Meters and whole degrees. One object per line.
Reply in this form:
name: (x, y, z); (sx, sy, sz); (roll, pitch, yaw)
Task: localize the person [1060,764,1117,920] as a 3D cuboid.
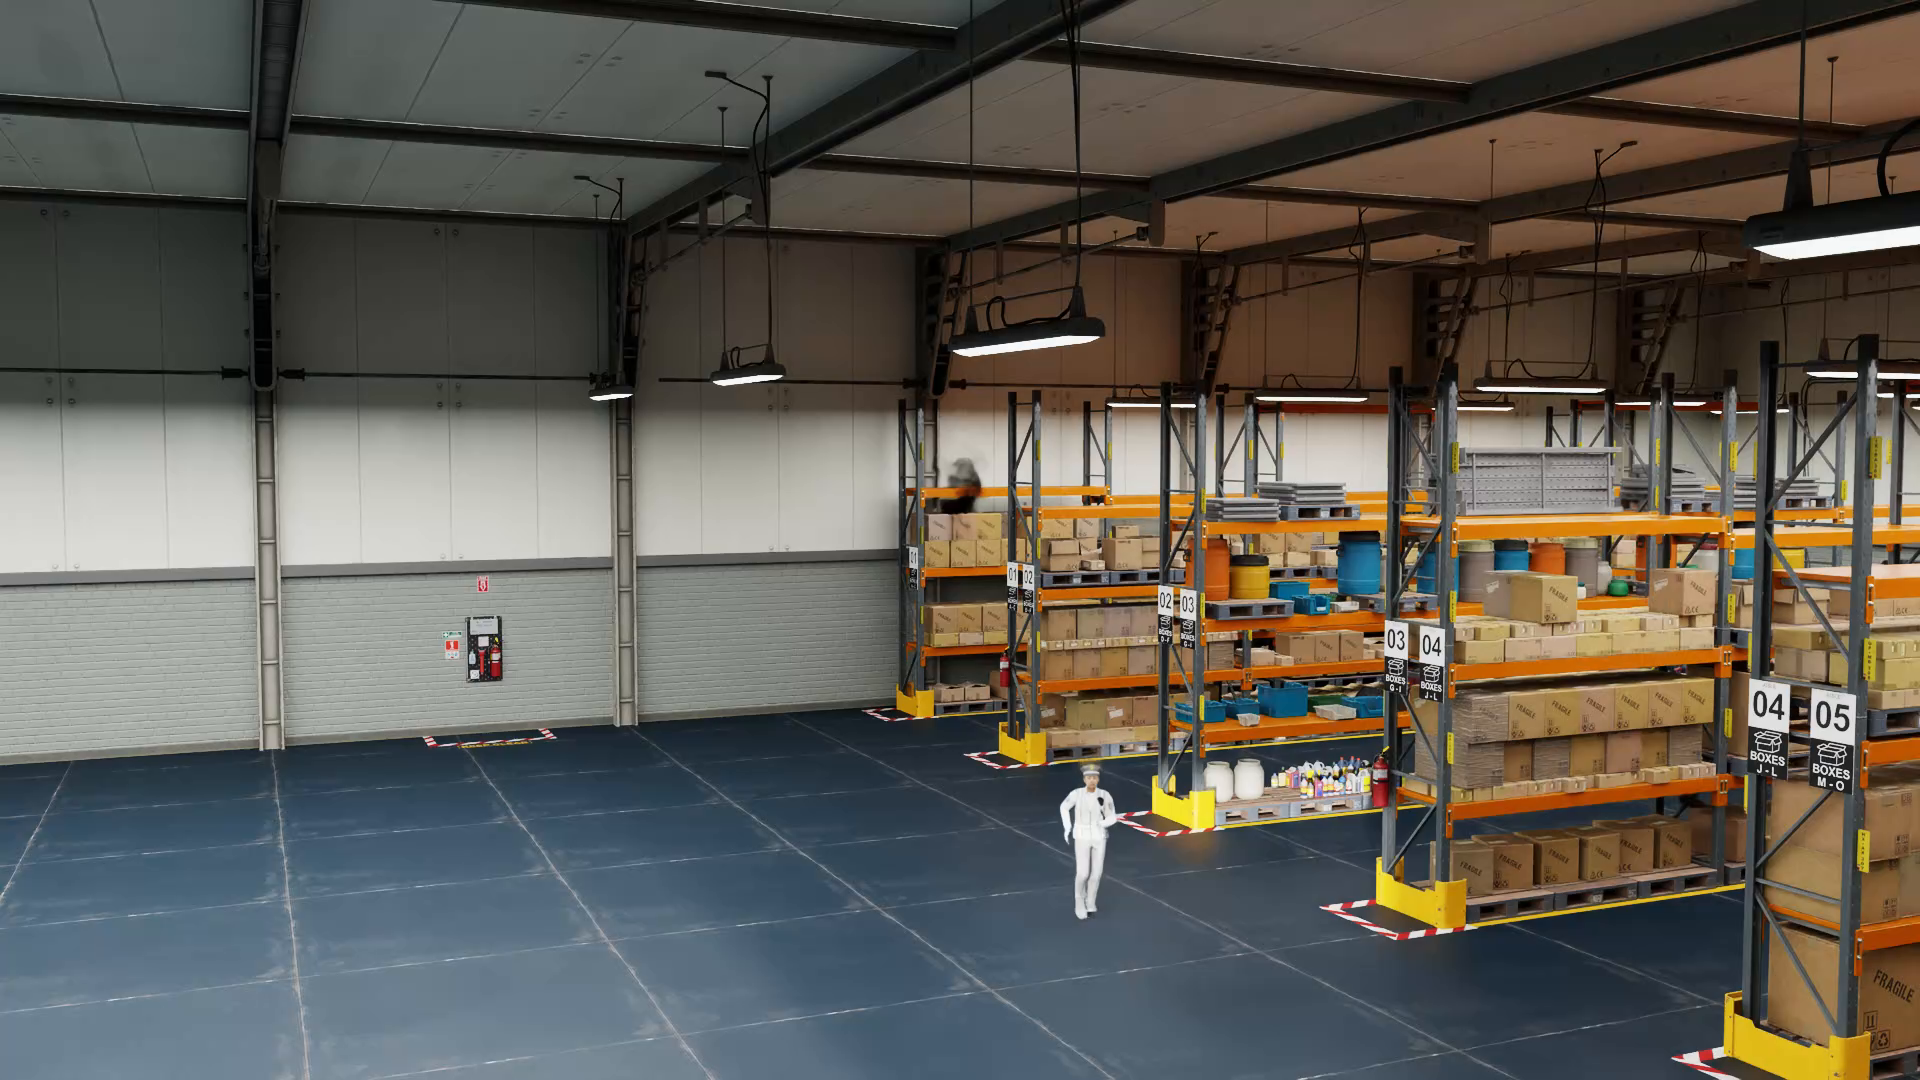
person: (1.402, 3.262, 18.010); (0.582, 1.690, 0.667); (0, 3, -3)

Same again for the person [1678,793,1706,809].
person: (9.681, 3.025, 21.994); (0.756, 1.675, 0.675); (-1, 4, -18)
